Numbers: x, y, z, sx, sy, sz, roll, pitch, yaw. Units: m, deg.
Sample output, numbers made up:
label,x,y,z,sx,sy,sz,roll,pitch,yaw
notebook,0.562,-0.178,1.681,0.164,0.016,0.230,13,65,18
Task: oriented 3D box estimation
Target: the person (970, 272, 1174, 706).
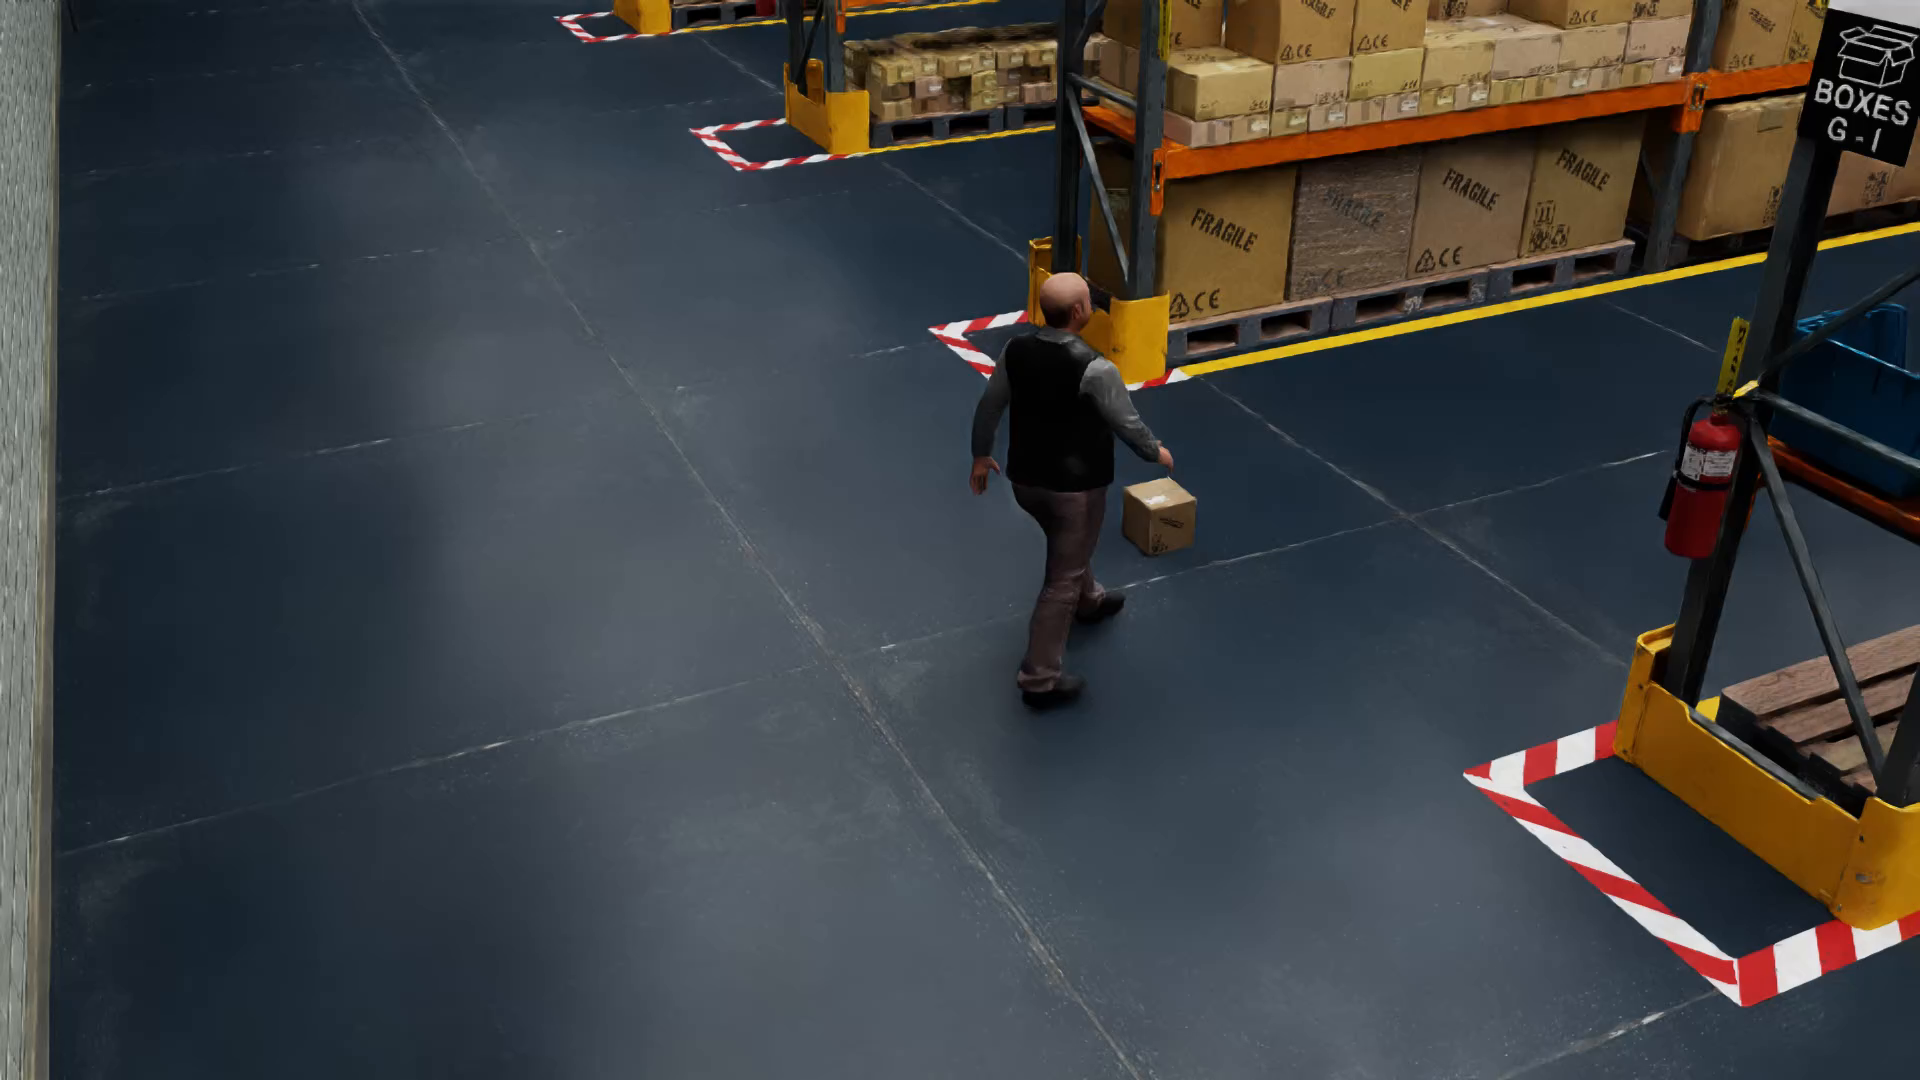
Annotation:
label,x,y,z,sx,sy,sz,roll,pitch,yaw
person,0.430,-0.278,6.656,0.713,1.684,0.958,22,36,34
